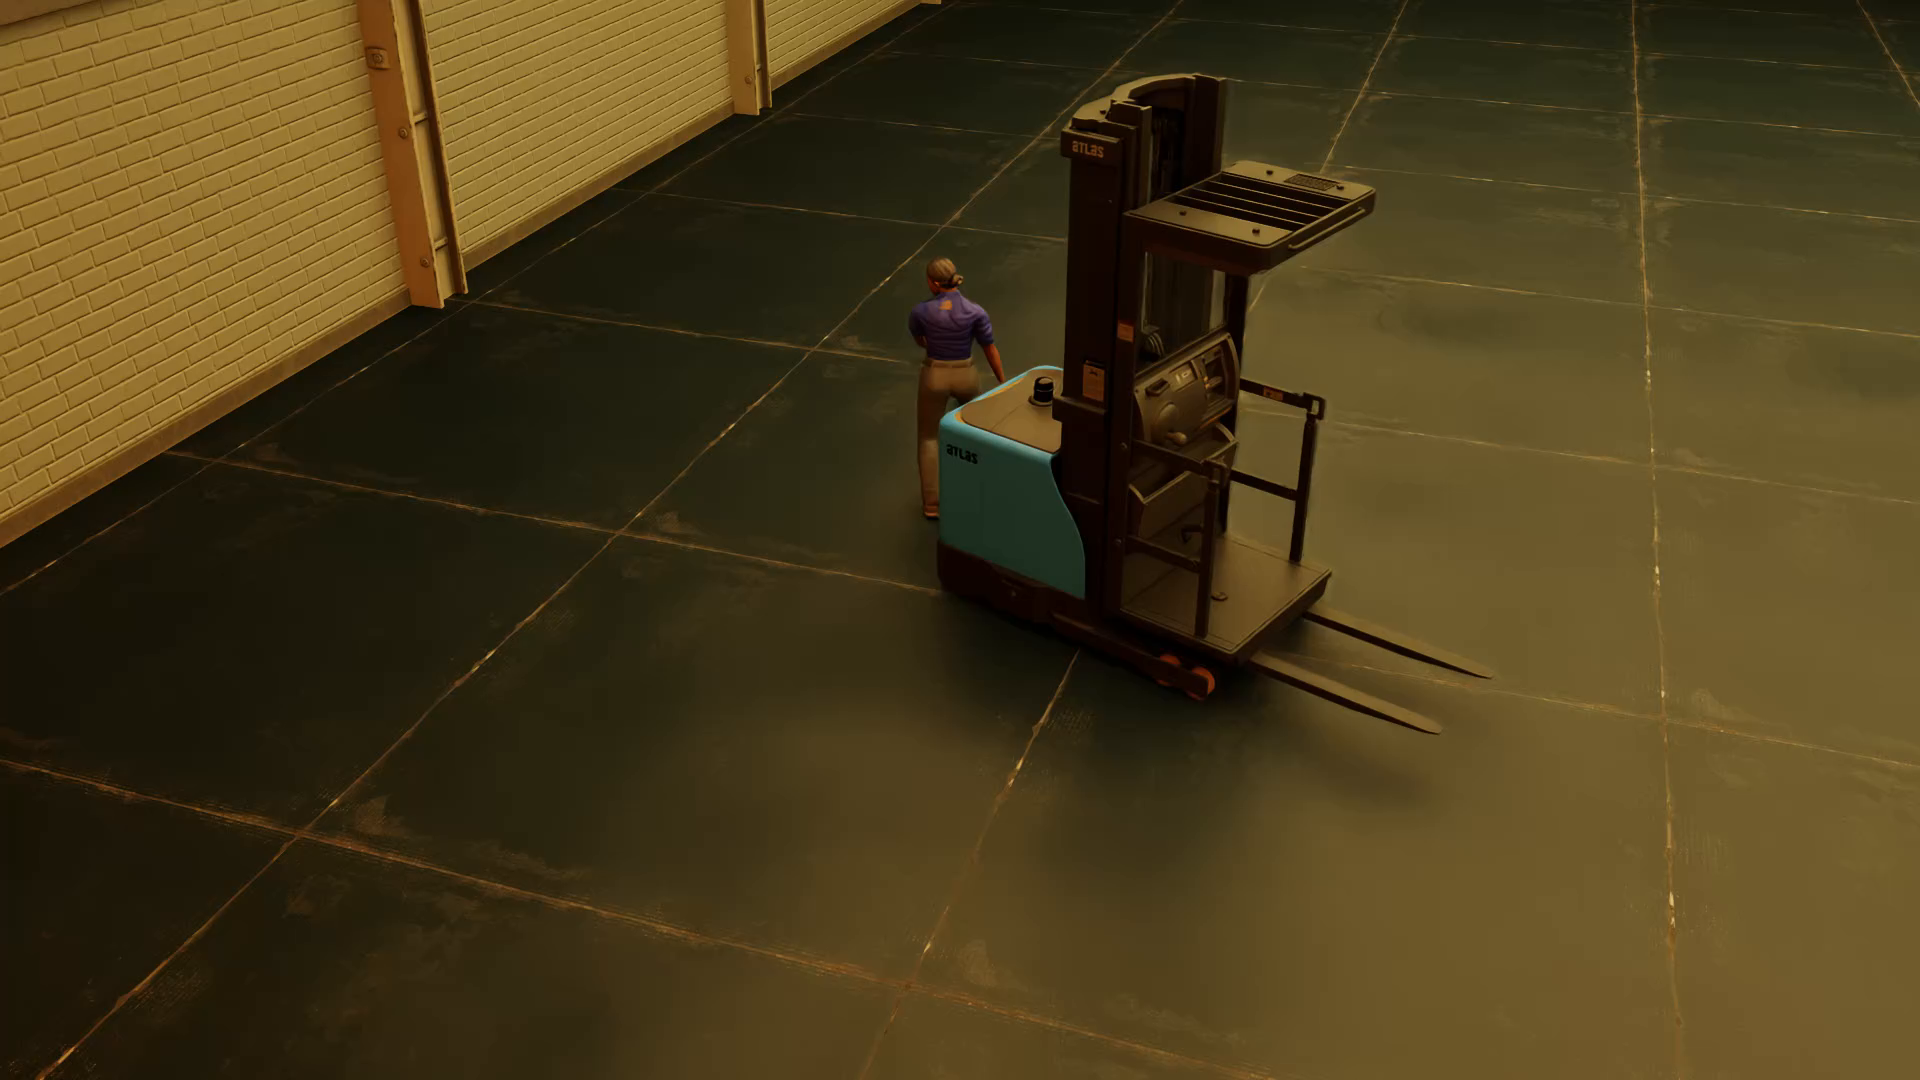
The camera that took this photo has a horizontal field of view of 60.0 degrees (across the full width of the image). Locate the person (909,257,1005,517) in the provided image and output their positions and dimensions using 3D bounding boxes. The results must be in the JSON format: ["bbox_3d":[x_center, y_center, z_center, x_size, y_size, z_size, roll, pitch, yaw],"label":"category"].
[{"bbox_3d":[-0.013,-1.013,10.284,0.597,1.588,0.827,-2,30,-3],"label":"person"}]

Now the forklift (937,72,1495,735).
[{"bbox_3d":[1.334,-0.742,8.439,3.031,2.935,1.130,22,36,33],"label":"forklift"}]
